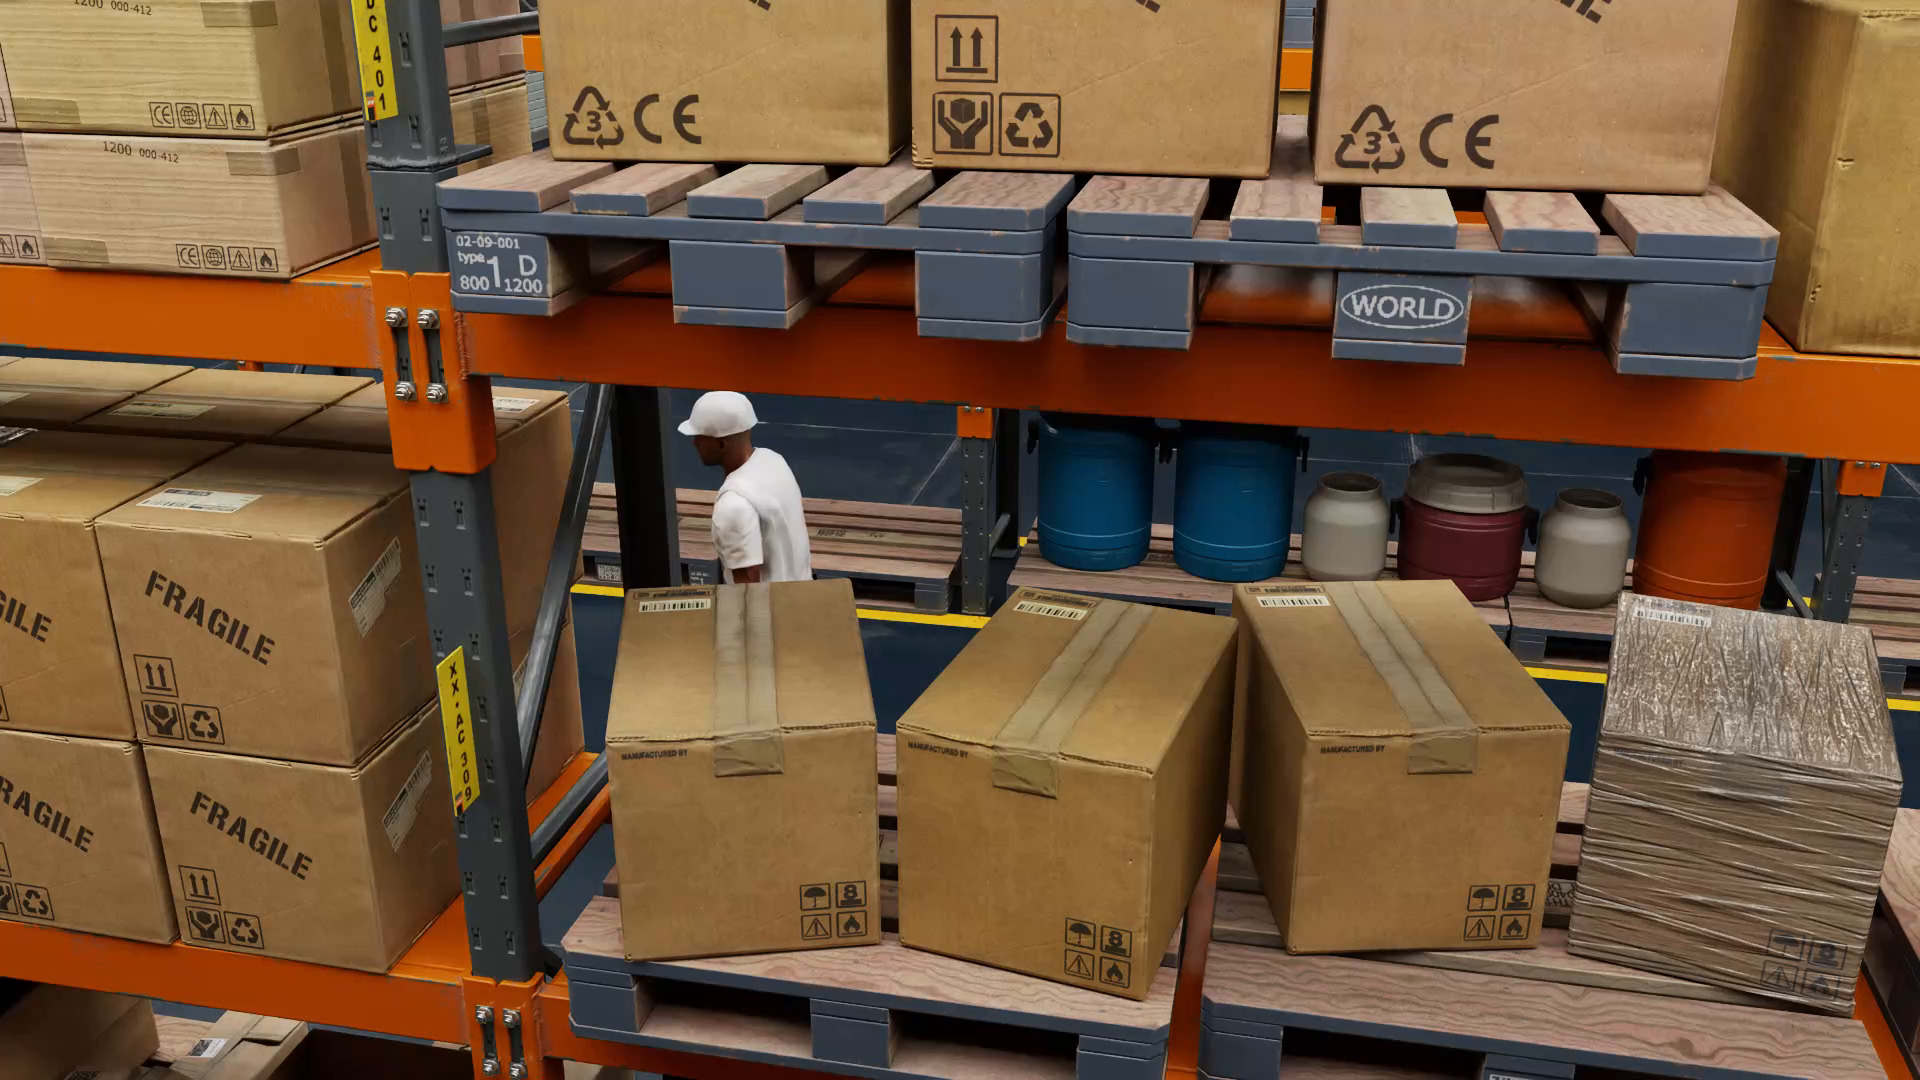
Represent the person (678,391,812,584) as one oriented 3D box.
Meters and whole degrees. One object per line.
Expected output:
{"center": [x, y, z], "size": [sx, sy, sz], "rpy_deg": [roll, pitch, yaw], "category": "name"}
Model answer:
{"center": [-0.801, 0.270, 6.374], "size": [0.458, 1.760, 0.634], "rpy_deg": [3, 22, 8], "category": "person"}
